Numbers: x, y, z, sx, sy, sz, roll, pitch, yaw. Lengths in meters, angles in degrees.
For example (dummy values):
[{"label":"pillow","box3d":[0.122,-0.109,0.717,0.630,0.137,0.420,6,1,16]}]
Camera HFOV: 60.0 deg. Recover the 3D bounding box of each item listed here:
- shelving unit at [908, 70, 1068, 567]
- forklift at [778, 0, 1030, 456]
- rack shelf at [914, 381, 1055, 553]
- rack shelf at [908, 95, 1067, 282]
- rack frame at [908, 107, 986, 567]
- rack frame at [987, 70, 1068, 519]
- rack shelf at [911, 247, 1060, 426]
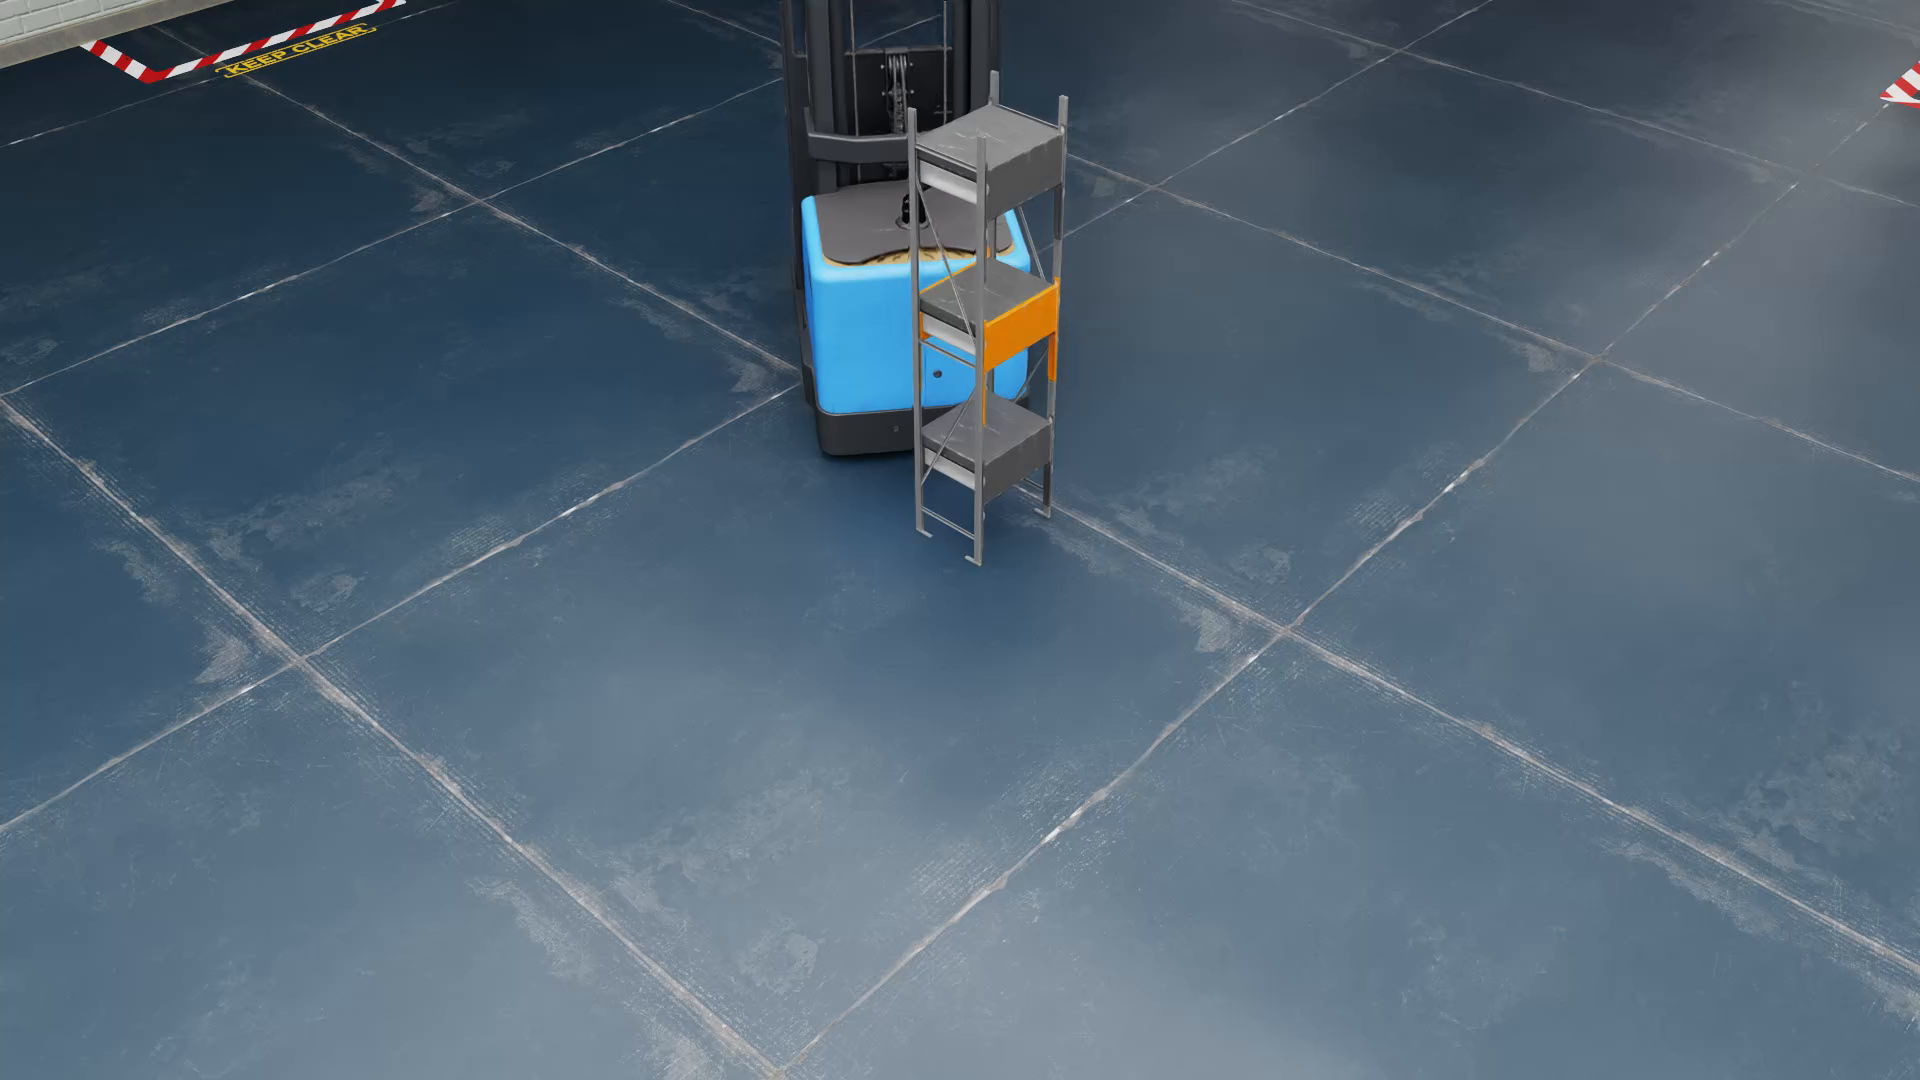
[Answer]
[{"label":"shelving unit","box3d":[0.112,-0.898,7.192,0.431,2.100,0.503,30,47,32]},{"label":"forklift","box3d":[-0.372,-2.474,8.507,1.130,2.935,3.031,-5,39,-6]},{"label":"rack shelf","box3d":[0.112,-0.339,7.636,0.431,0.518,0.480,30,47,32]},{"label":"rack shelf","box3d":[0.112,-1.435,6.765,0.431,0.518,0.480,30,47,32]},{"label":"rack frame","box3d":[-0.053,-0.786,7.051,0.400,2.100,0.015,30,47,32]},{"label":"rack frame","box3d":[0.276,-1.010,7.333,0.400,2.100,0.015,30,47,32]},{"label":"rack shelf","box3d":[0.112,-0.887,7.201,0.431,0.518,0.480,30,47,32]}]
